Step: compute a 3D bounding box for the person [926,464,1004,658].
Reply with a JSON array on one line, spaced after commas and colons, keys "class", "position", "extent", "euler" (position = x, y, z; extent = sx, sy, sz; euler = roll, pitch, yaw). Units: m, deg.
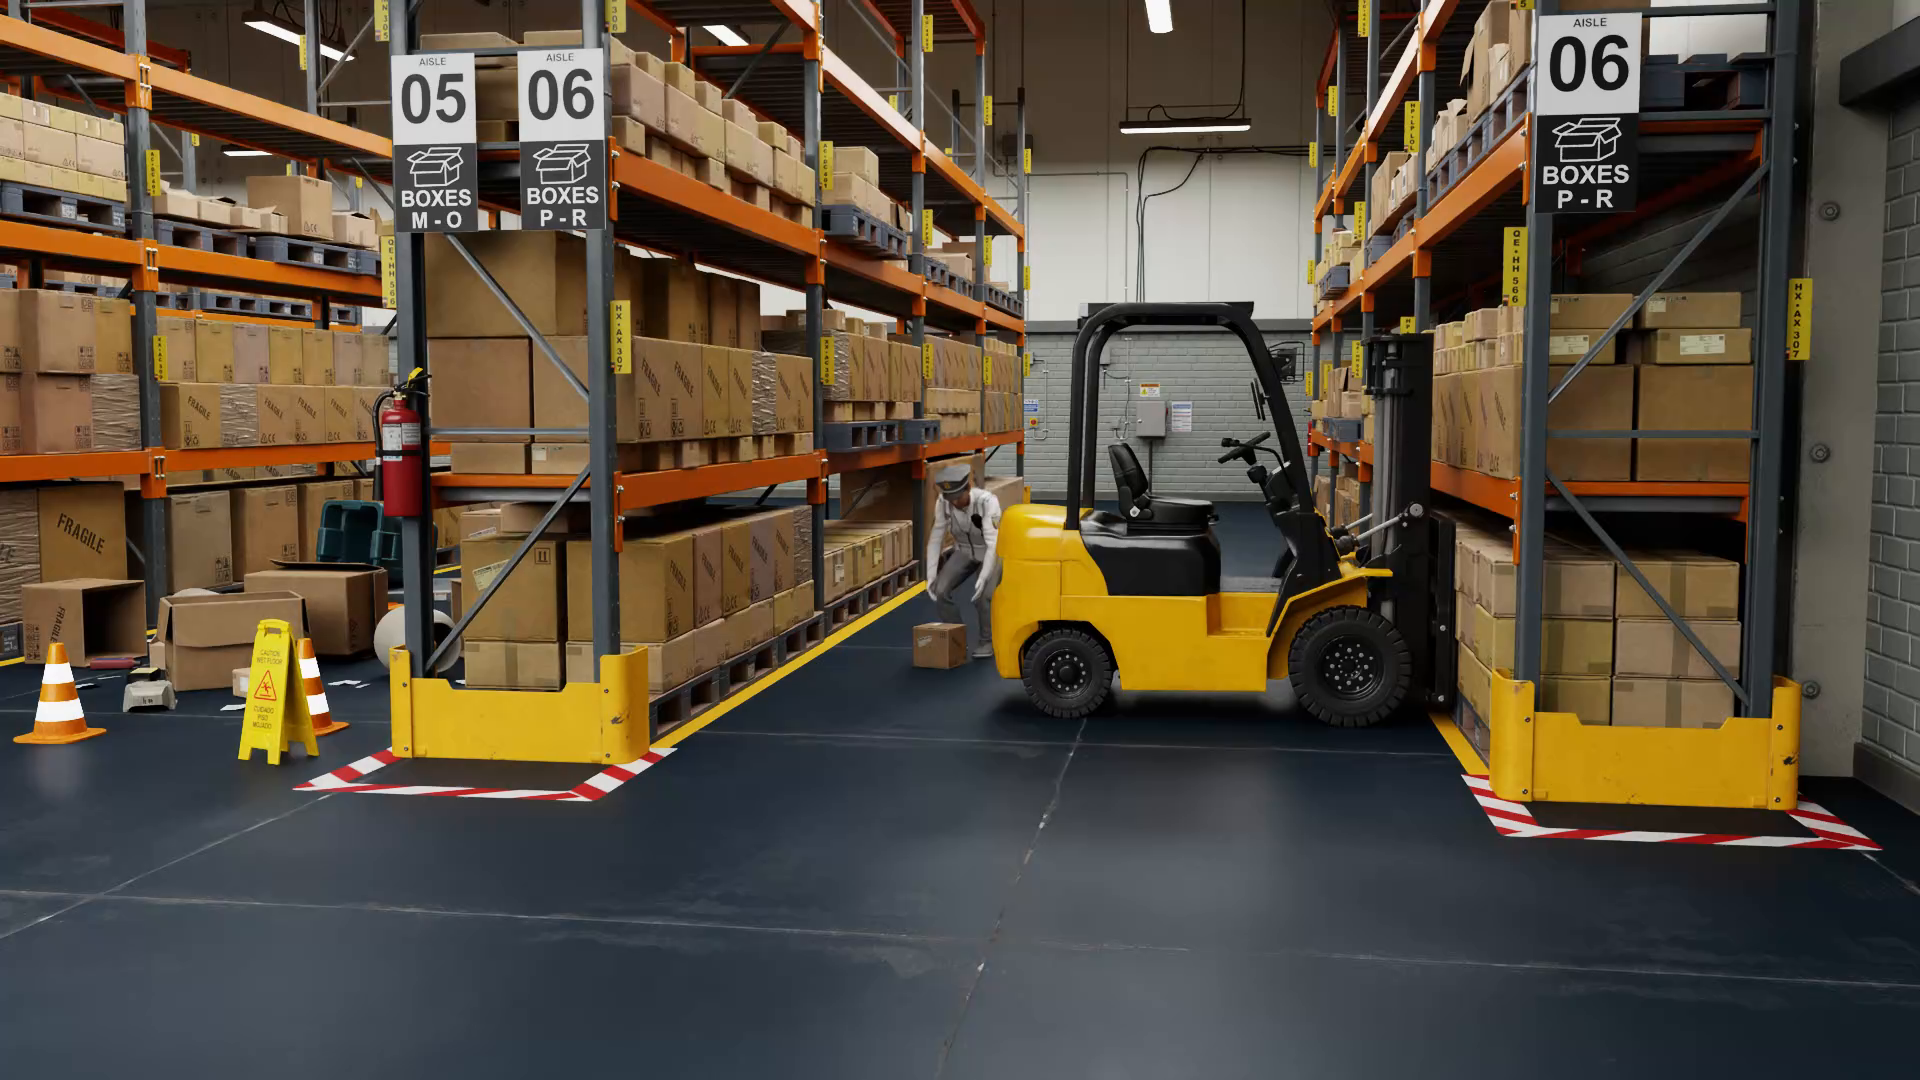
[{"class": "person", "position": [0.073, 0.132, 10.800], "extent": [0.531, 1.263, 0.764], "euler": [2, 5, 28]}]
